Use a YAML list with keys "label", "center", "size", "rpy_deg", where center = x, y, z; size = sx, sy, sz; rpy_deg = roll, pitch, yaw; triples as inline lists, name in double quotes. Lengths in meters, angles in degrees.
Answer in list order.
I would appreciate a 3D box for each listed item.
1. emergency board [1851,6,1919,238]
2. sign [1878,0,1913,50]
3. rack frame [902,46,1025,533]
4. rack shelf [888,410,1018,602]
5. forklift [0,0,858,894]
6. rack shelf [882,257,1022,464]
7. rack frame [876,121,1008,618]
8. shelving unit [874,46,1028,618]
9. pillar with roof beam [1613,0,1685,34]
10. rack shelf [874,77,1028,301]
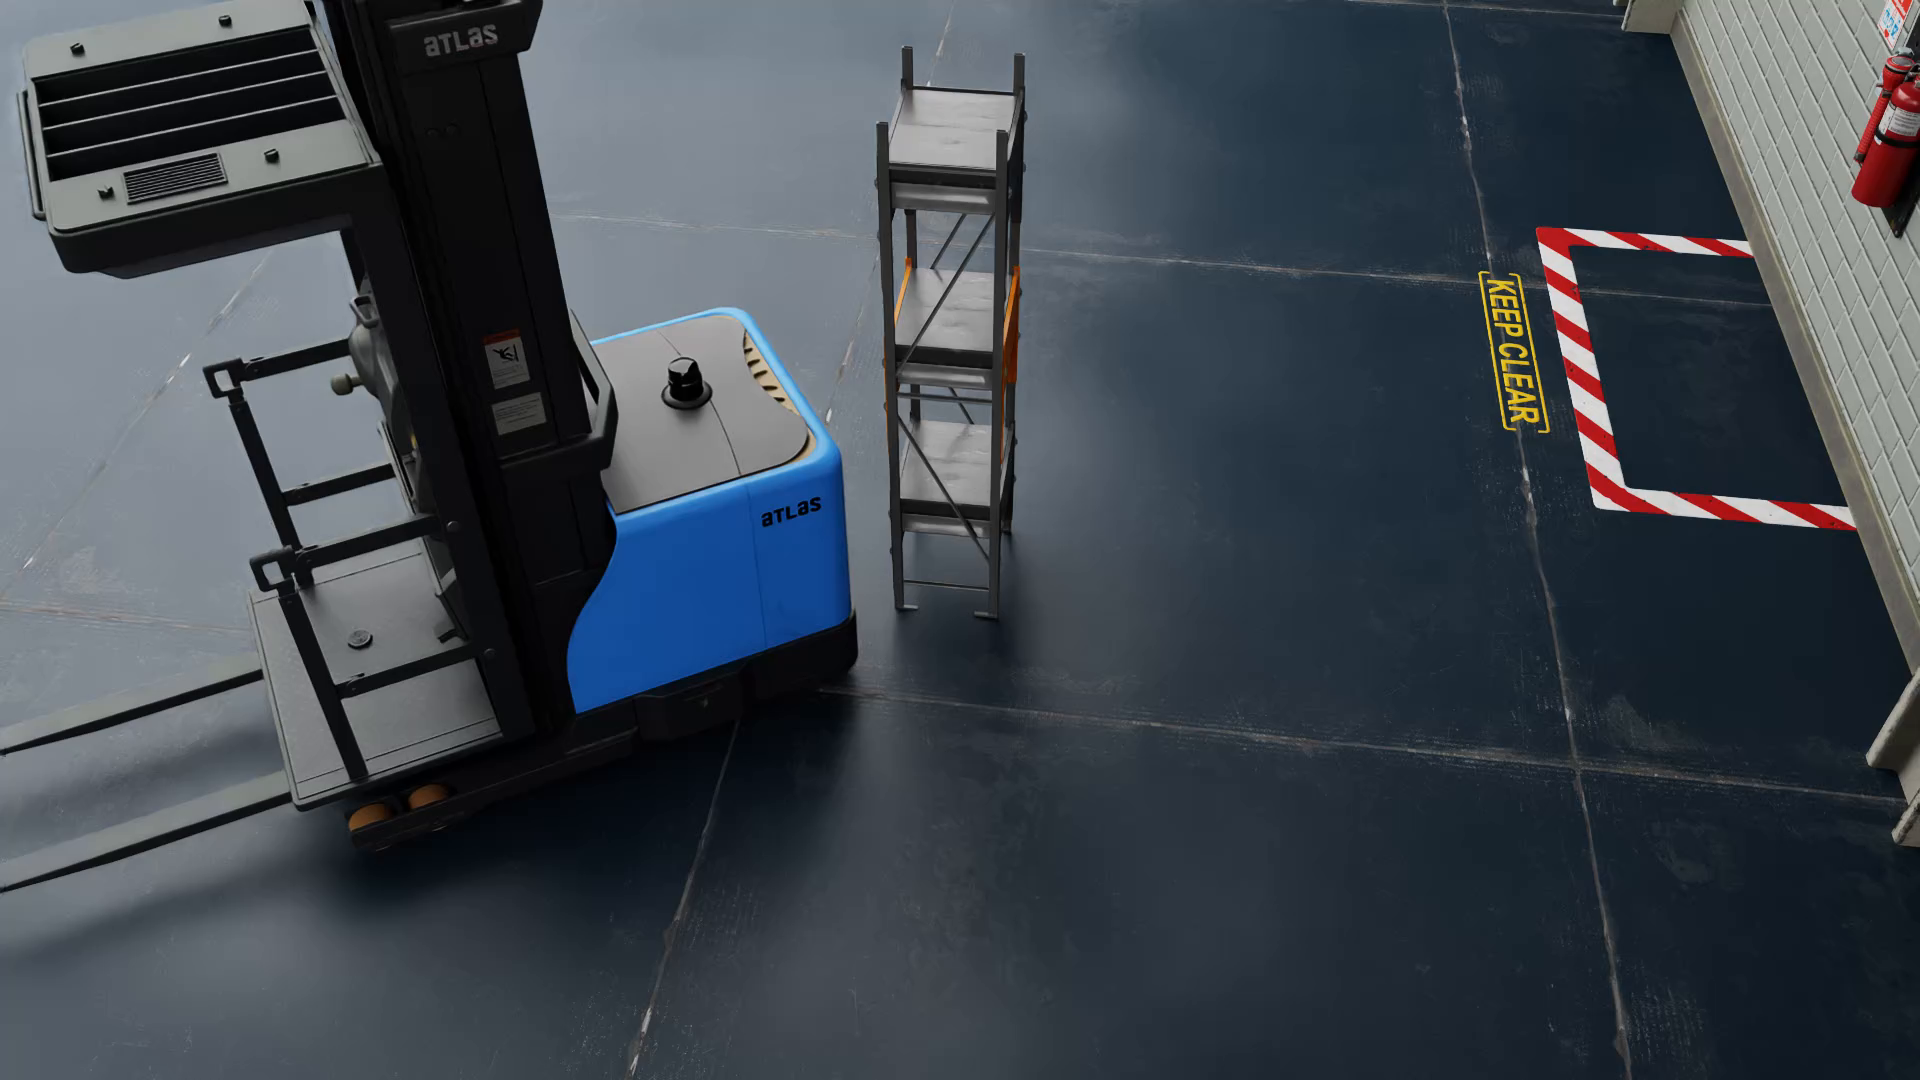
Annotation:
- label: "emergency board"
  center: [3.727, -1.856, 6.529]
  size: [0.194, 1.169, 0.643]
  rpy_deg: [5, 44, 6]
- label: "sign"
  center: [3.902, -2.237, 6.904]
  size: [0.001, 0.329, 0.234]
  rpy_deg: [5, 44, 6]
- label: "rack frame"
  center: [0.010, -0.816, 6.085]
  size: [0.400, 2.100, 0.015]
  rpy_deg: [5, 44, 6]
- label: "rack shelf"
  center: [-0.022, -0.131, 6.400]
  size: [0.431, 0.518, 0.480]
  rpy_deg: [5, 44, 6]
- label: "forklift"
  center: [-1.936, -0.426, 5.068]
  size: [3.031, 2.935, 1.130]
  rpy_deg: [-18, 46, -18]
- label: "rack shelf"
  center: [-0.022, -0.640, 5.918]
  size: [0.431, 0.518, 0.480]
  rpy_deg: [5, 44, 6]
- label: "rack frame"
  center: [-0.054, -0.483, 5.733]
  size: [0.400, 2.100, 0.015]
  rpy_deg: [5, 44, 6]
- label: "shelving unit"
  center: [-0.022, -0.650, 5.909]
  size: [0.431, 2.100, 0.503]
  rpy_deg: [5, 44, 6]
- label: "pillar with roof beam"
  center: [-0.112, -6.834, 7.423]
  size: [9.100, 9.000, 0.400]
  rpy_deg: [5, 44, 6]
- label: "rack shelf"
  center: [-0.022, -1.148, 5.437]
  size: [0.431, 0.518, 0.480]
  rpy_deg: [5, 44, 6]
